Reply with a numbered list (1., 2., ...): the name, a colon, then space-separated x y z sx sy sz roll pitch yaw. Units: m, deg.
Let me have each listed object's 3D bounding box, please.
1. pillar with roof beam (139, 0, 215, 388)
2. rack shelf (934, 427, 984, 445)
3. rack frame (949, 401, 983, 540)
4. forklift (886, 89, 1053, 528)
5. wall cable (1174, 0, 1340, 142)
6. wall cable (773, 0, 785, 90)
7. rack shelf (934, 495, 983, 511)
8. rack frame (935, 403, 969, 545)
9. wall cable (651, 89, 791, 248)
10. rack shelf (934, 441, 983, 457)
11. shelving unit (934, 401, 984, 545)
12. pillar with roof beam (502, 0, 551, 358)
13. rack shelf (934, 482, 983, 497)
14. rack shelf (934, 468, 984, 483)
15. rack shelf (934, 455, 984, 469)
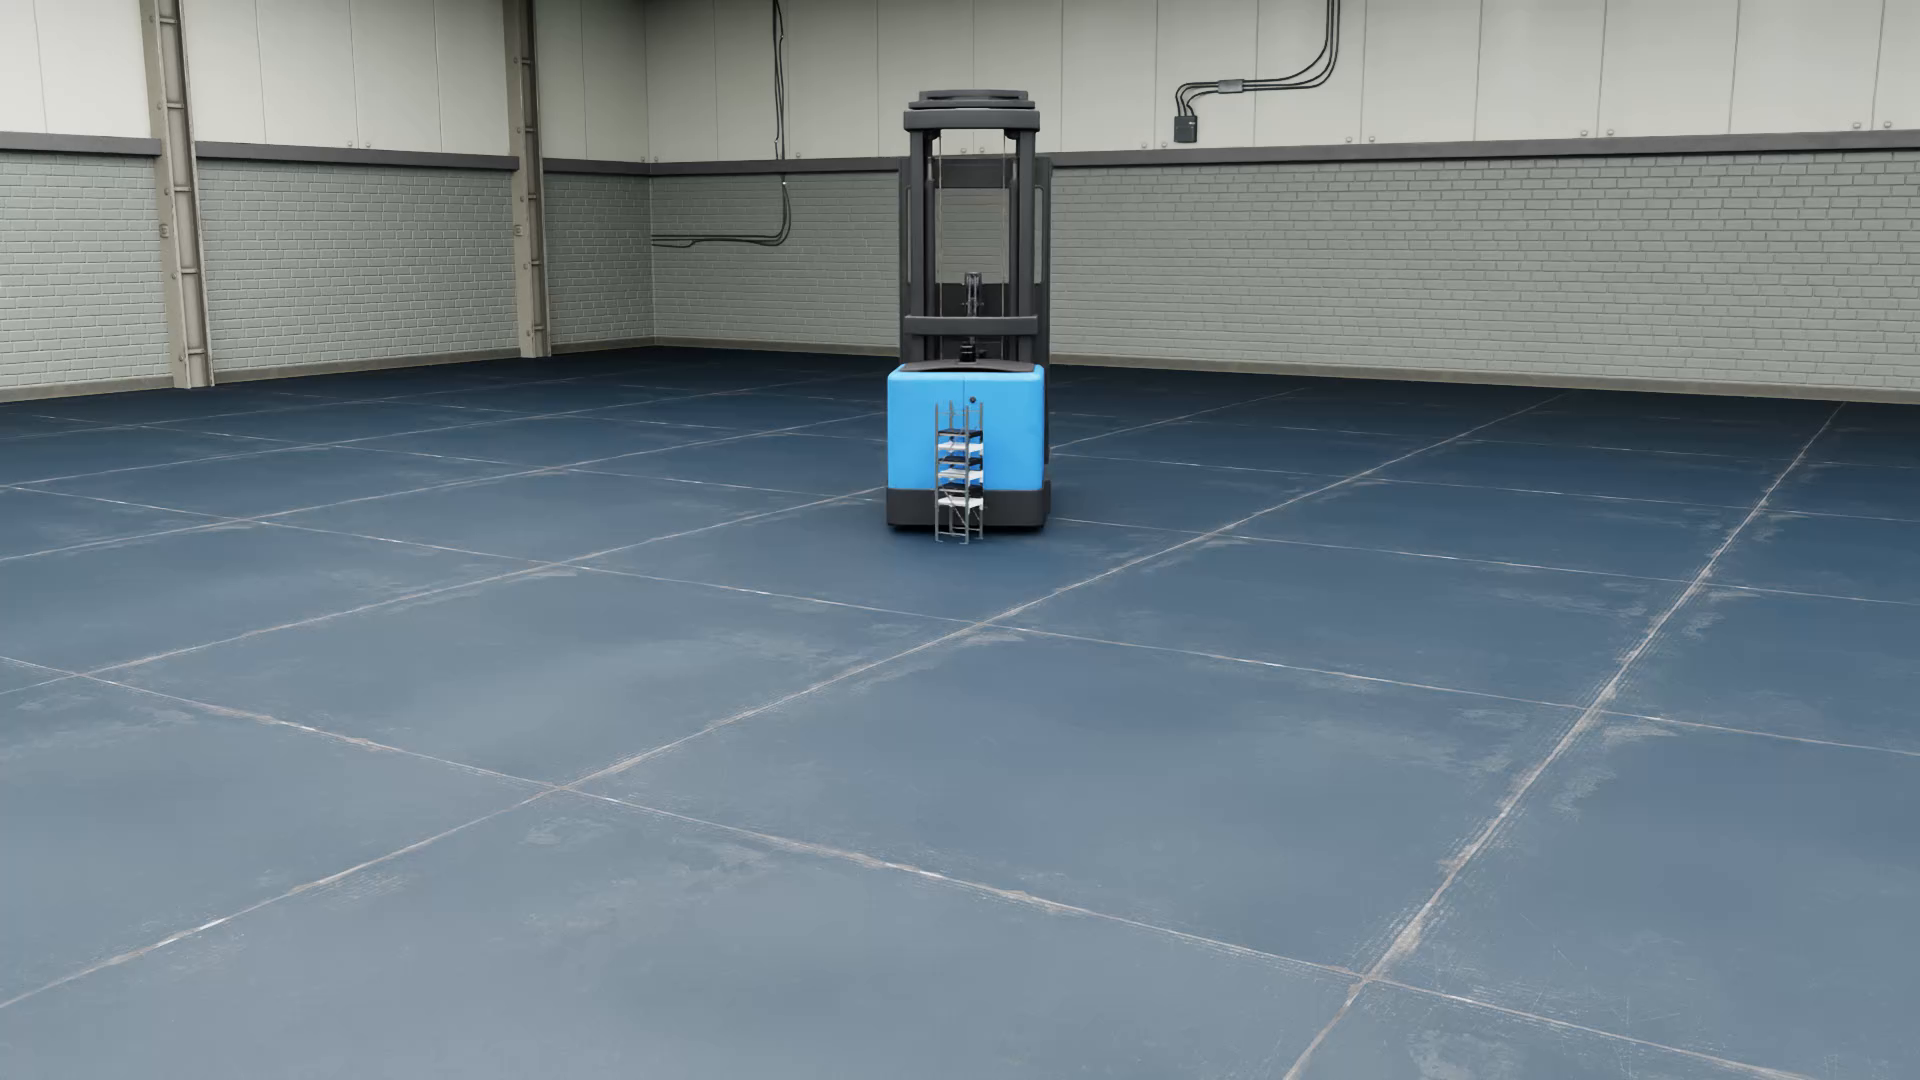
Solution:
1. pillar with roof beam: -6.192 -5.988 18.401 9.100 9.000 0.400 6 12 31
2. rack shelf: -0.006 -0.671 10.722 0.258 0.077 0.200 5 12 26
3. rack frame: 0.039 -0.456 10.855 0.240 0.900 0.006 5 12 26
4. forklift: 0.122 -1.743 12.214 1.130 2.935 3.031 1 11 4
5. wall cable: 4.009 -8.442 22.267 2.305 6.003 0.169 6 12 31
6. wall cable: -1.784 -8.378 25.879 3.097 2.526 0.112 6 12 31
7. rack shelf: -0.007 -0.229 10.805 0.258 0.077 0.200 5 12 26
8. rack frame: -0.052 -0.422 10.676 0.240 0.900 0.006 5 12 26
9. wall cable: -4.096 -6.154 27.724 3.097 2.526 0.112 6 12 31
10. rack shelf: -0.006 -0.583 10.739 0.258 0.077 0.200 5 12 26
11. shelving unit: -0.007 -0.439 10.766 0.258 0.900 0.210 5 12 26
12. pillar with roof beam: -3.076 -6.932 23.441 9.100 9.000 0.400 6 12 31
13. rack shelf: -0.007 -0.318 10.788 0.258 0.077 0.200 5 12 26
14. rack shelf: -0.007 -0.406 10.772 0.258 0.077 0.200 5 12 26
15. rack shelf: -0.007 -0.495 10.755 0.258 0.077 0.200 5 12 26
